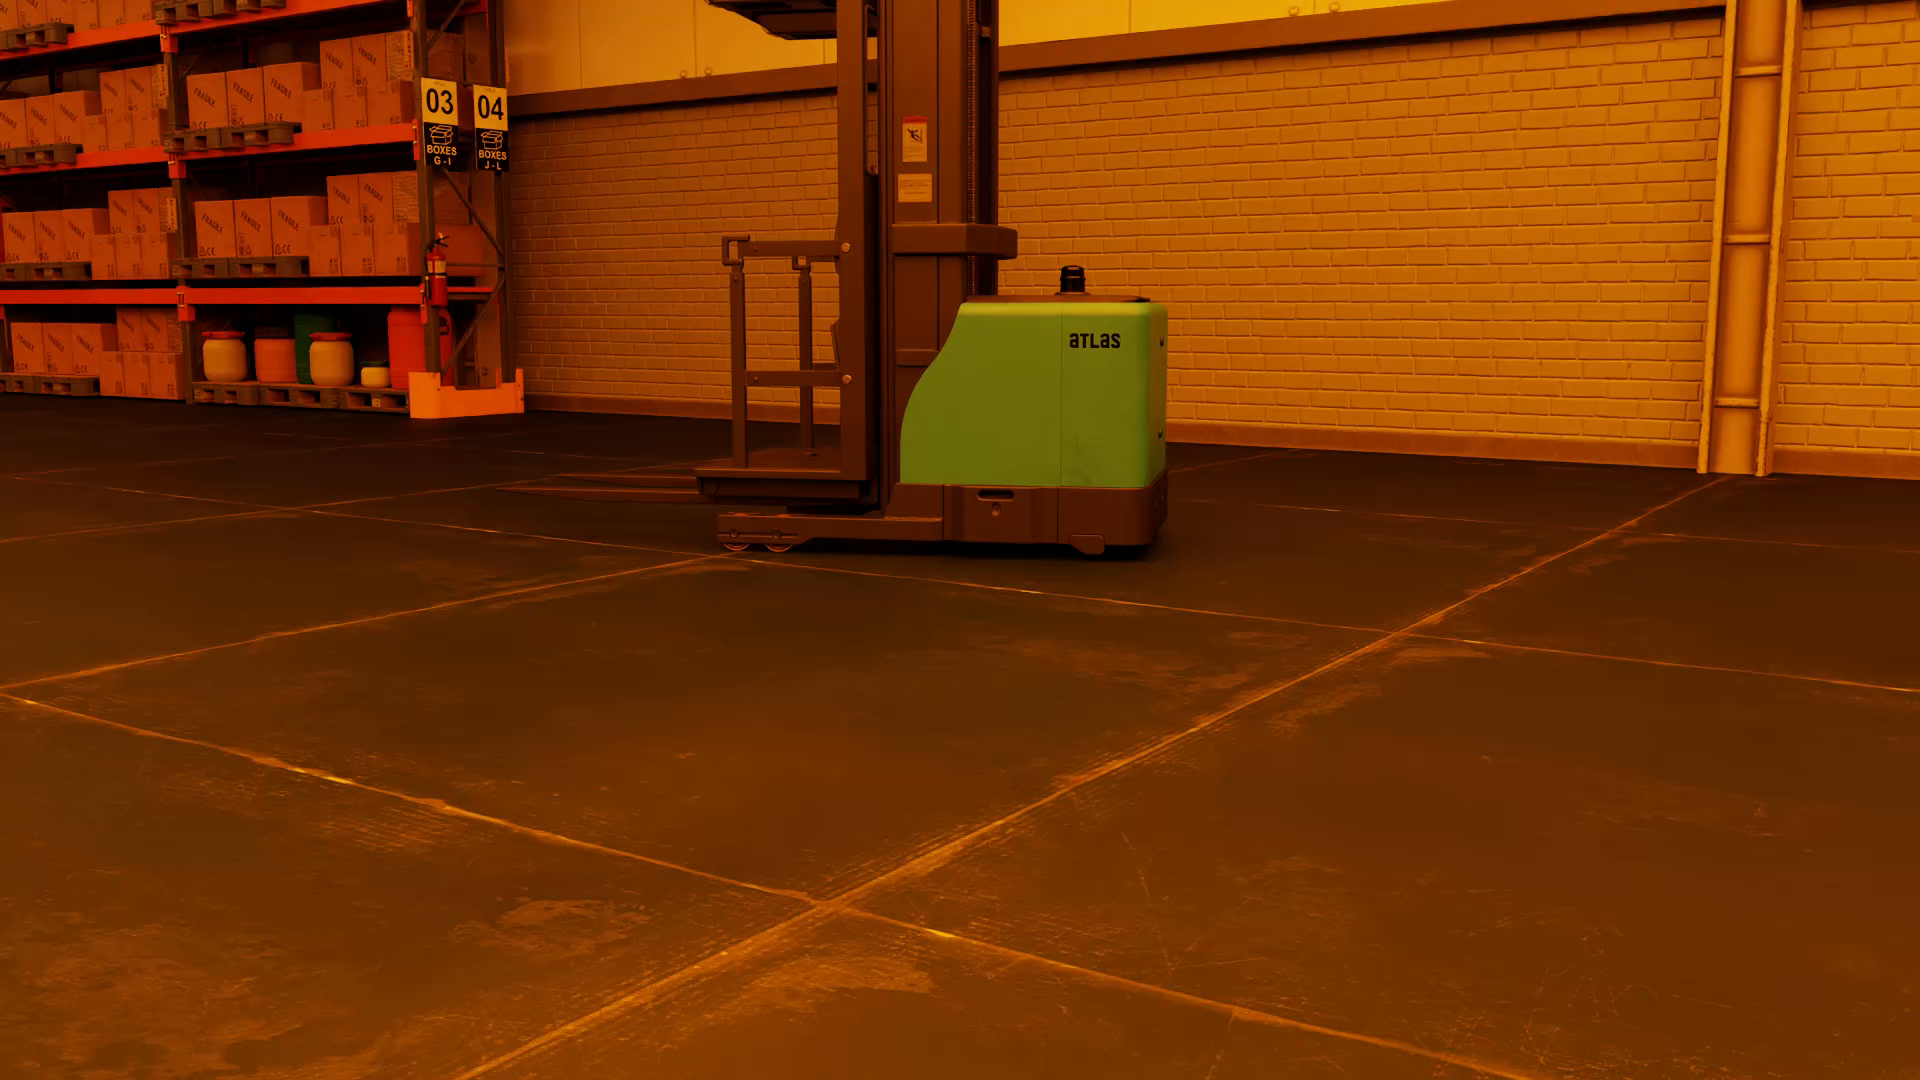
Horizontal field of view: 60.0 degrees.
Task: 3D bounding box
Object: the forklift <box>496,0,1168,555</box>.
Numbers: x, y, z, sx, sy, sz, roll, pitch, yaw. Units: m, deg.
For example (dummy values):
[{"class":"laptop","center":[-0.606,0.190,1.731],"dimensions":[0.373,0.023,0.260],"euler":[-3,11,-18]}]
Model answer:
[{"class":"forklift","center":[-0.596,-1.469,7.520],"dimensions":[3.031,2.935,1.130],"euler":[2,8,12]}]
